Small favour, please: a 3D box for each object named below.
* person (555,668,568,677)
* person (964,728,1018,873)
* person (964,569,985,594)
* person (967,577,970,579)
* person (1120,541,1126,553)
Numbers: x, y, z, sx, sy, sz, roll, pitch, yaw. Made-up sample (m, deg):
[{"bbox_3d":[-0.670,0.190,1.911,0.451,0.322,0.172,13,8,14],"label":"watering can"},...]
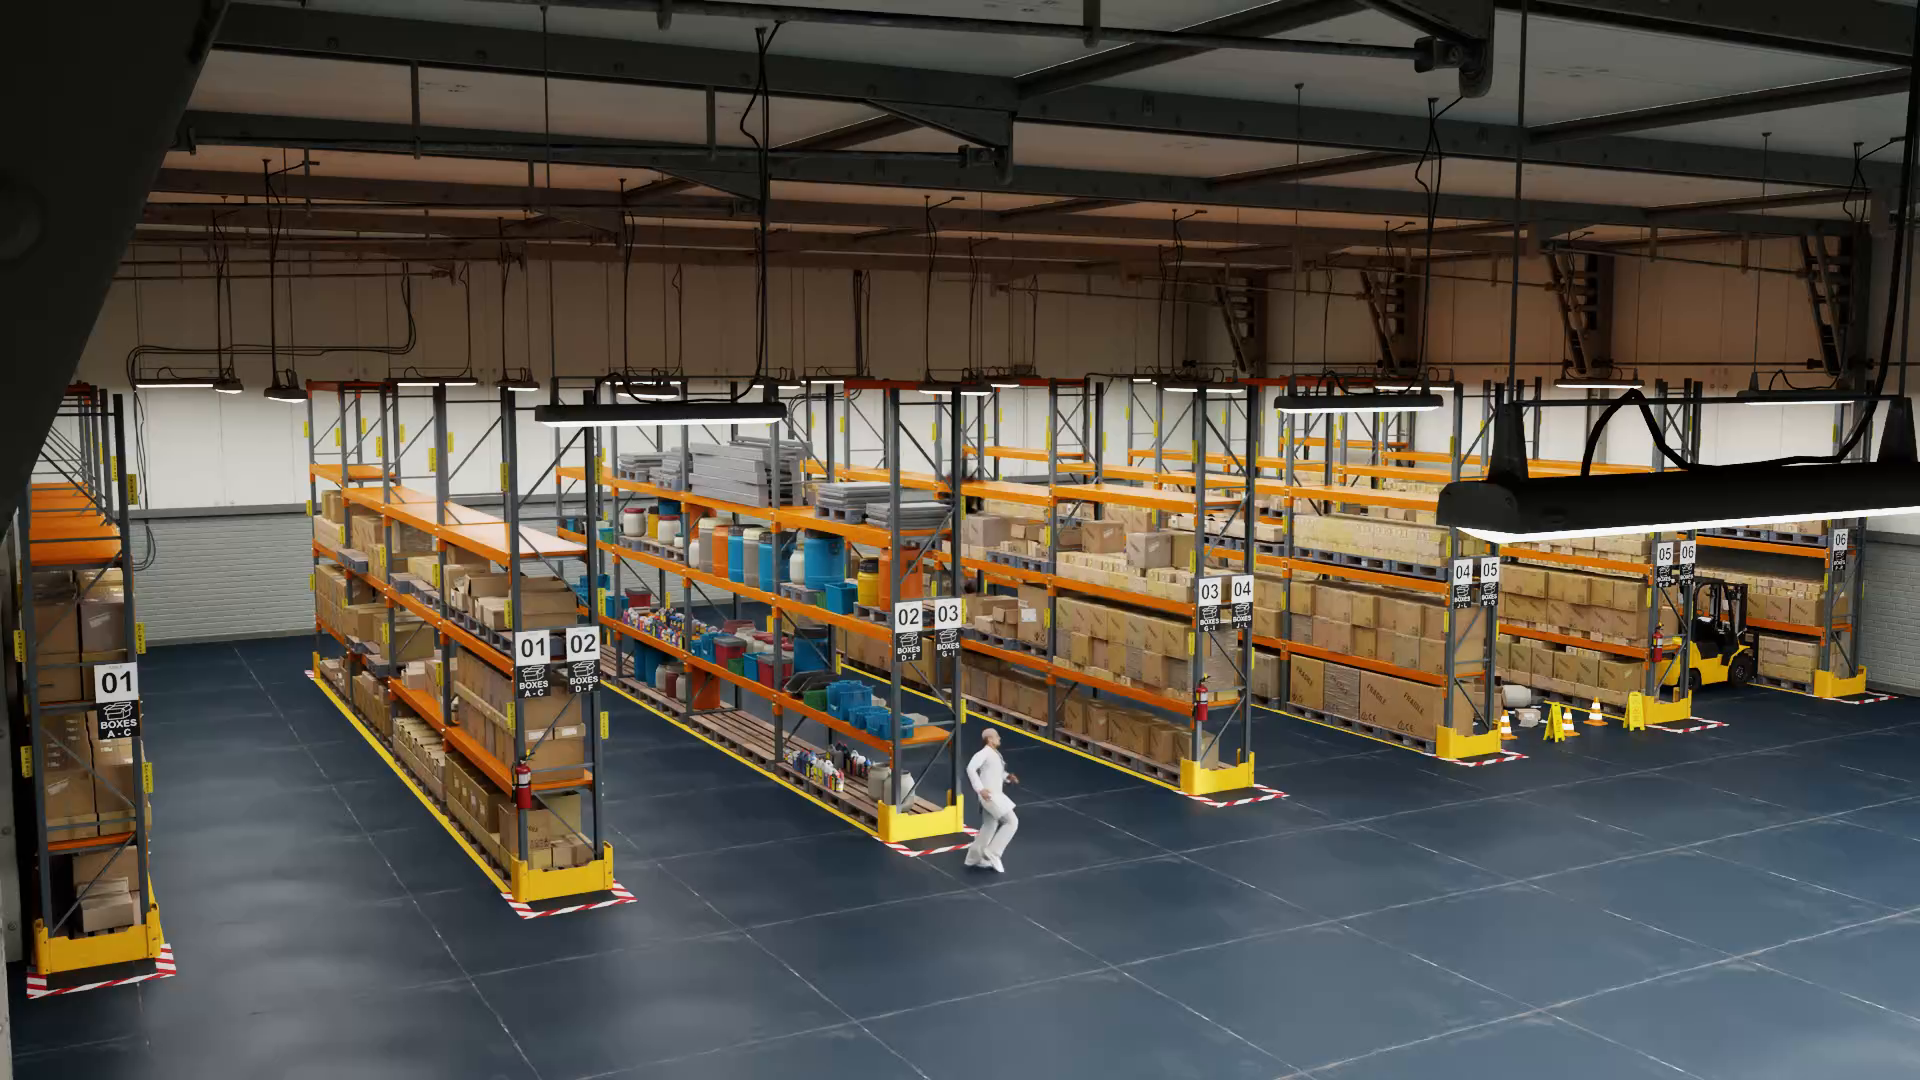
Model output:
[{"bbox_3d":[-6.744,2.426,28.623,0.557,1.674,0.919,-4,7,-34],"label":"person"},{"bbox_3d":[0.389,3.249,20.890,0.668,1.770,0.714,0,6,0],"label":"person"},{"bbox_3d":[0.211,1.492,37.765,0.735,1.753,1.060,-5,8,-38],"label":"person"},{"bbox_3d":[0.303,0.949,42.202,0.865,1.819,0.647,-3,7,-29],"label":"person"},{"bbox_3d":[4.264,0.707,44.630,0.908,1.735,0.747,1,6,13],"label":"person"}]
